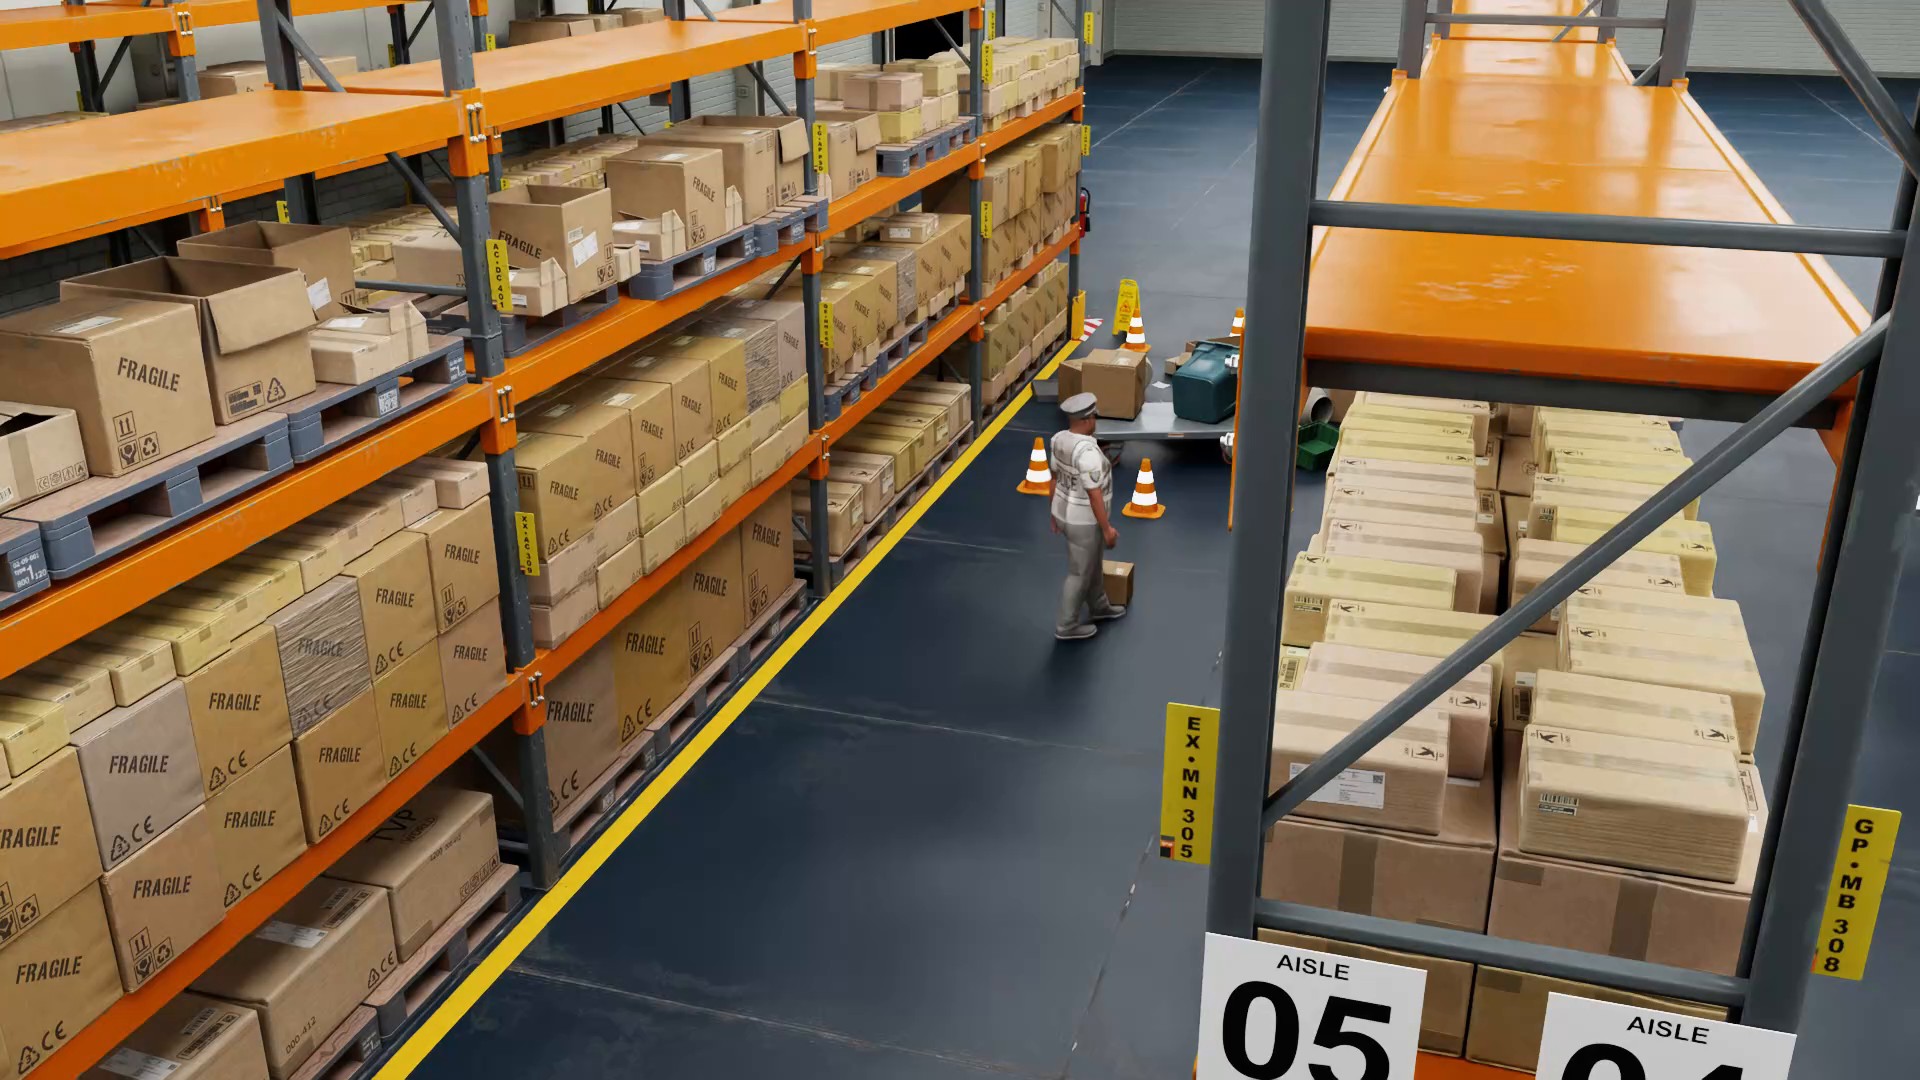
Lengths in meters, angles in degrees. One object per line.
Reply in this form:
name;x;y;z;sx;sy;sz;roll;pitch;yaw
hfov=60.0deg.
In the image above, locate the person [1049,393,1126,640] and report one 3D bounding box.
person;0.964;-0.171;11.496;0.670;1.765;0.548;-8;23;-19
